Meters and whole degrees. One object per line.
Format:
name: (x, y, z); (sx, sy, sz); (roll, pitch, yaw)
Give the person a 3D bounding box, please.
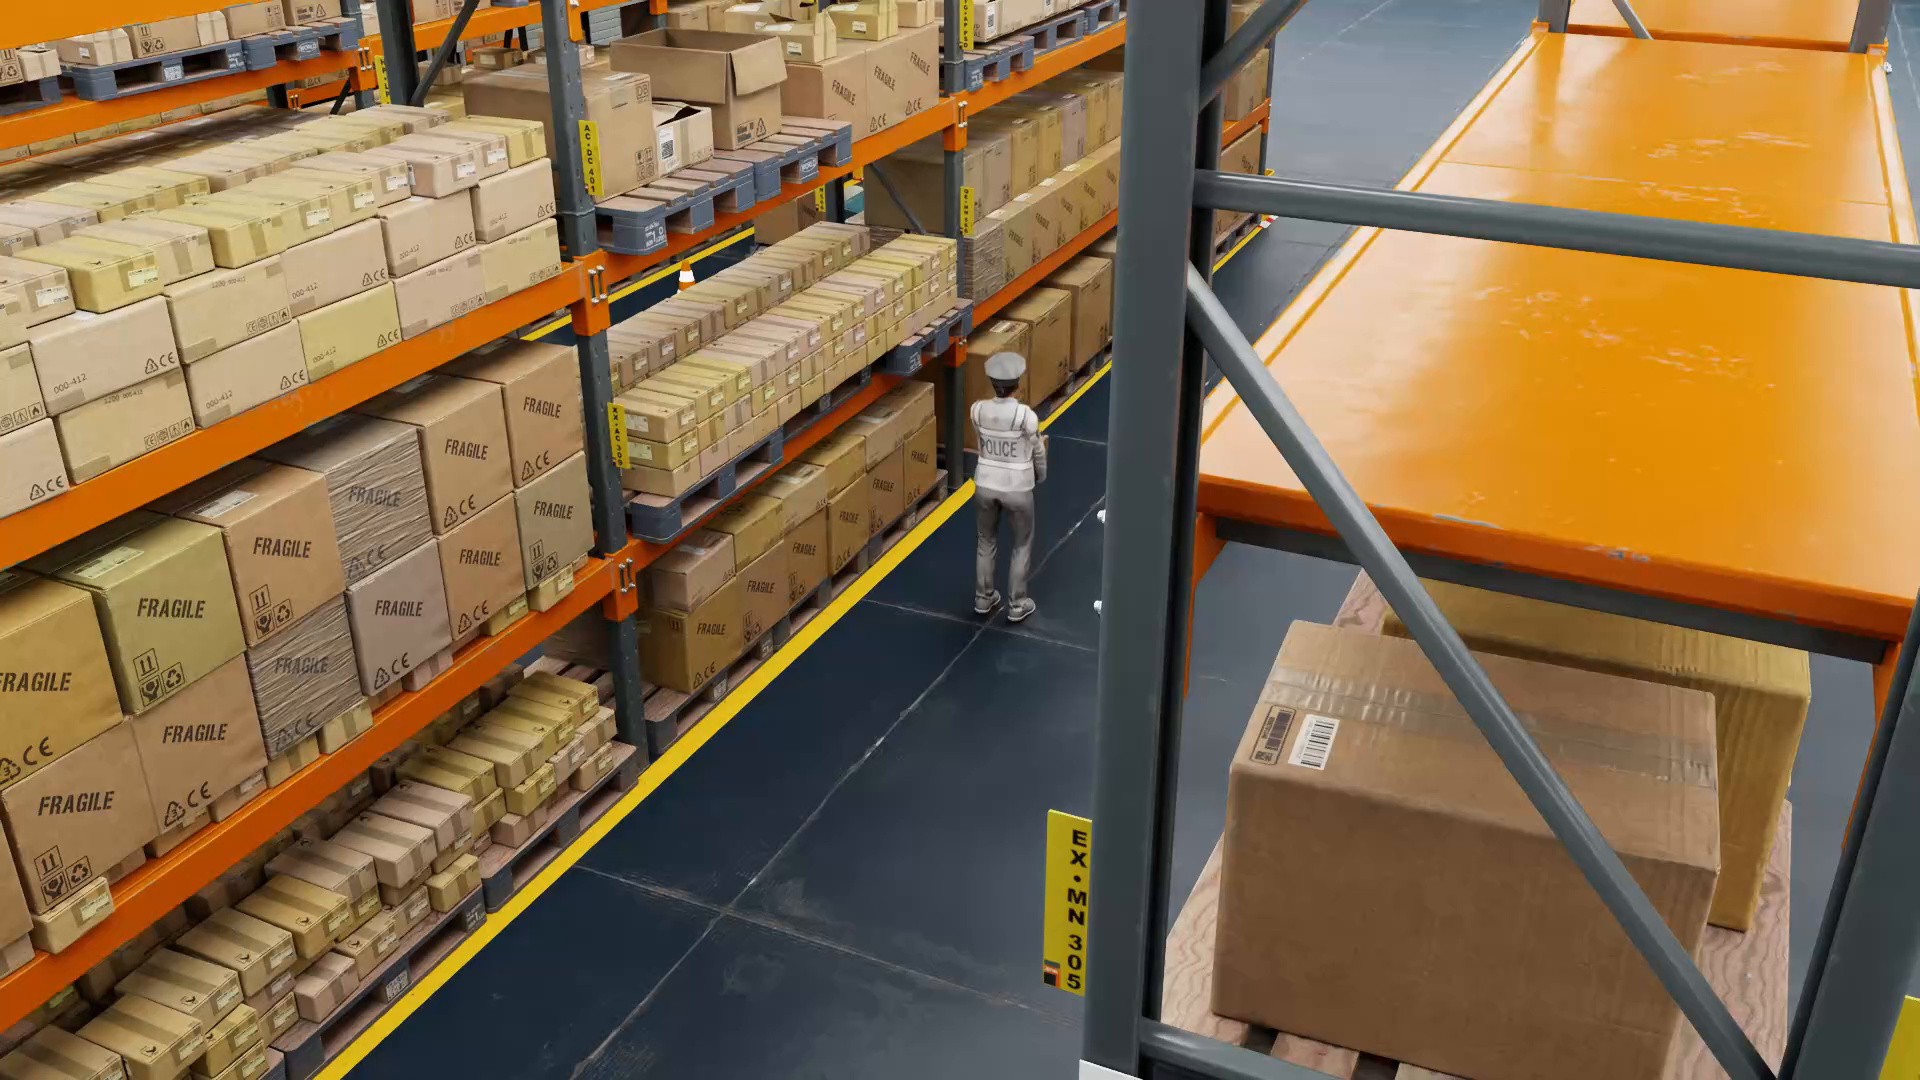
person: (0.293, -0.341, 10.095); (0.417, 1.682, 0.528); (11, 28, 20)
